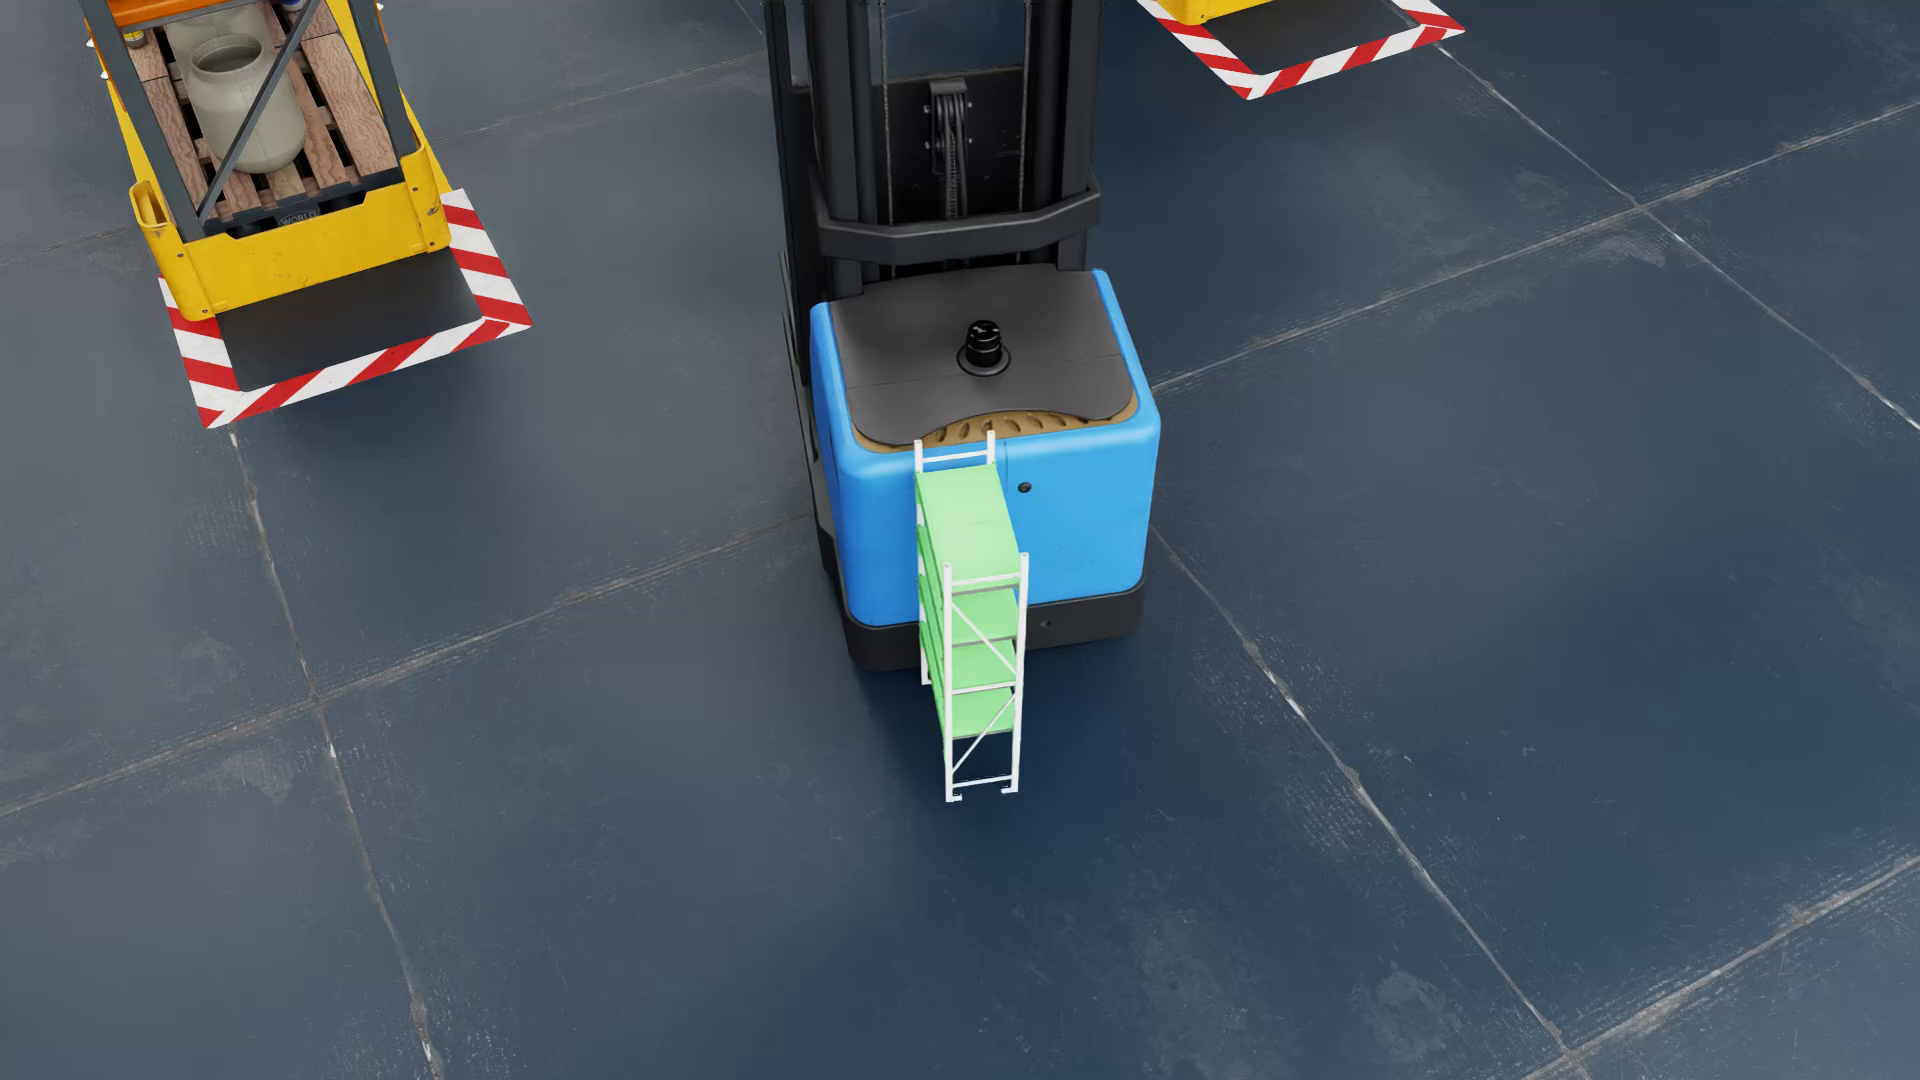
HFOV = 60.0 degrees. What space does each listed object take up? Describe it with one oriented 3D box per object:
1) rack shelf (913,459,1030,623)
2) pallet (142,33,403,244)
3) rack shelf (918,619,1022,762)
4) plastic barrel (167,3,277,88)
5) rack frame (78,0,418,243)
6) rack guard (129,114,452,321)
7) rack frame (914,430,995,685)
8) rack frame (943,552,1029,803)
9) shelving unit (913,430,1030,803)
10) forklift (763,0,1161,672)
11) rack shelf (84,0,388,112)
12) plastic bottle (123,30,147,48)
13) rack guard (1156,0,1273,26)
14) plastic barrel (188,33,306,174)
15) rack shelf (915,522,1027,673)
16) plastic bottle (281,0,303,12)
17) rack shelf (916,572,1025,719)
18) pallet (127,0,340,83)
[{"bbox_3d":[0.028,-0.004,4.903,0.258,0.148,0.480,-8,49,-7],"label":"rack shelf"},{"bbox_3d":[-3.211,-1.843,7.721,1.003,0.211,1.213,-21,52,-18],"label":"pallet"},{"bbox_3d":[0.028,0.470,5.445,0.258,0.148,0.480,-8,49,-7],"label":"rack shelf"},{"bbox_3d":[-3.366,-2.249,7.598,0.421,0.512,0.421,0,49,0],"label":"plastic barrel"},{"bbox_3d":[-2.768,-2.181,6.164,1.000,3.000,0.127,-21,52,-18],"label":"rack frame"},{"bbox_3d":[-2.844,-1.392,7.136,1.175,0.500,0.348,-21,52,-18],"label":"rack guard"},{"bbox_3d":[-0.015,0.090,5.375,0.240,1.200,0.015,-8,49,-7],"label":"rack frame"},{"bbox_3d":[0.072,0.451,5.058,0.240,1.200,0.015,-8,49,-7],"label":"rack frame"},{"bbox_3d":[0.028,0.270,5.216,0.258,1.200,0.503,-8,49,-7],"label":"shelving unit"},{"bbox_3d":[-0.125,-1.640,5.738,1.130,2.935,3.031,-8,49,-7],"label":"forklift"},{"bbox_3d":[-3.683,-3.282,7.606,1.077,0.370,4.000,-21,52,-18],"label":"rack shelf"},{"bbox_3d":[-3.998,-2.482,7.995,0.097,0.201,0.097,0,49,0],"label":"plastic bottle"},{"bbox_3d":[1.602,-3.114,8.642,1.175,0.500,0.348,-21,52,-18],"label":"rack guard"},{"bbox_3d":[-3.137,-1.914,7.305,0.421,0.512,0.421,0,49,0],"label":"plastic barrel"},{"bbox_3d":[0.028,0.154,5.084,0.258,0.148,0.480,-8,49,-7],"label":"rack shelf"},{"bbox_3d":[-3.320,-2.748,8.181,0.097,0.271,0.097,0,49,0],"label":"plastic bottle"},{"bbox_3d":[0.028,0.312,5.265,0.258,0.148,0.480,-8,49,-7],"label":"rack shelf"},{"bbox_3d":[-3.765,-2.658,8.435,1.003,0.211,1.213,-21,52,-18],"label":"pallet"}]
